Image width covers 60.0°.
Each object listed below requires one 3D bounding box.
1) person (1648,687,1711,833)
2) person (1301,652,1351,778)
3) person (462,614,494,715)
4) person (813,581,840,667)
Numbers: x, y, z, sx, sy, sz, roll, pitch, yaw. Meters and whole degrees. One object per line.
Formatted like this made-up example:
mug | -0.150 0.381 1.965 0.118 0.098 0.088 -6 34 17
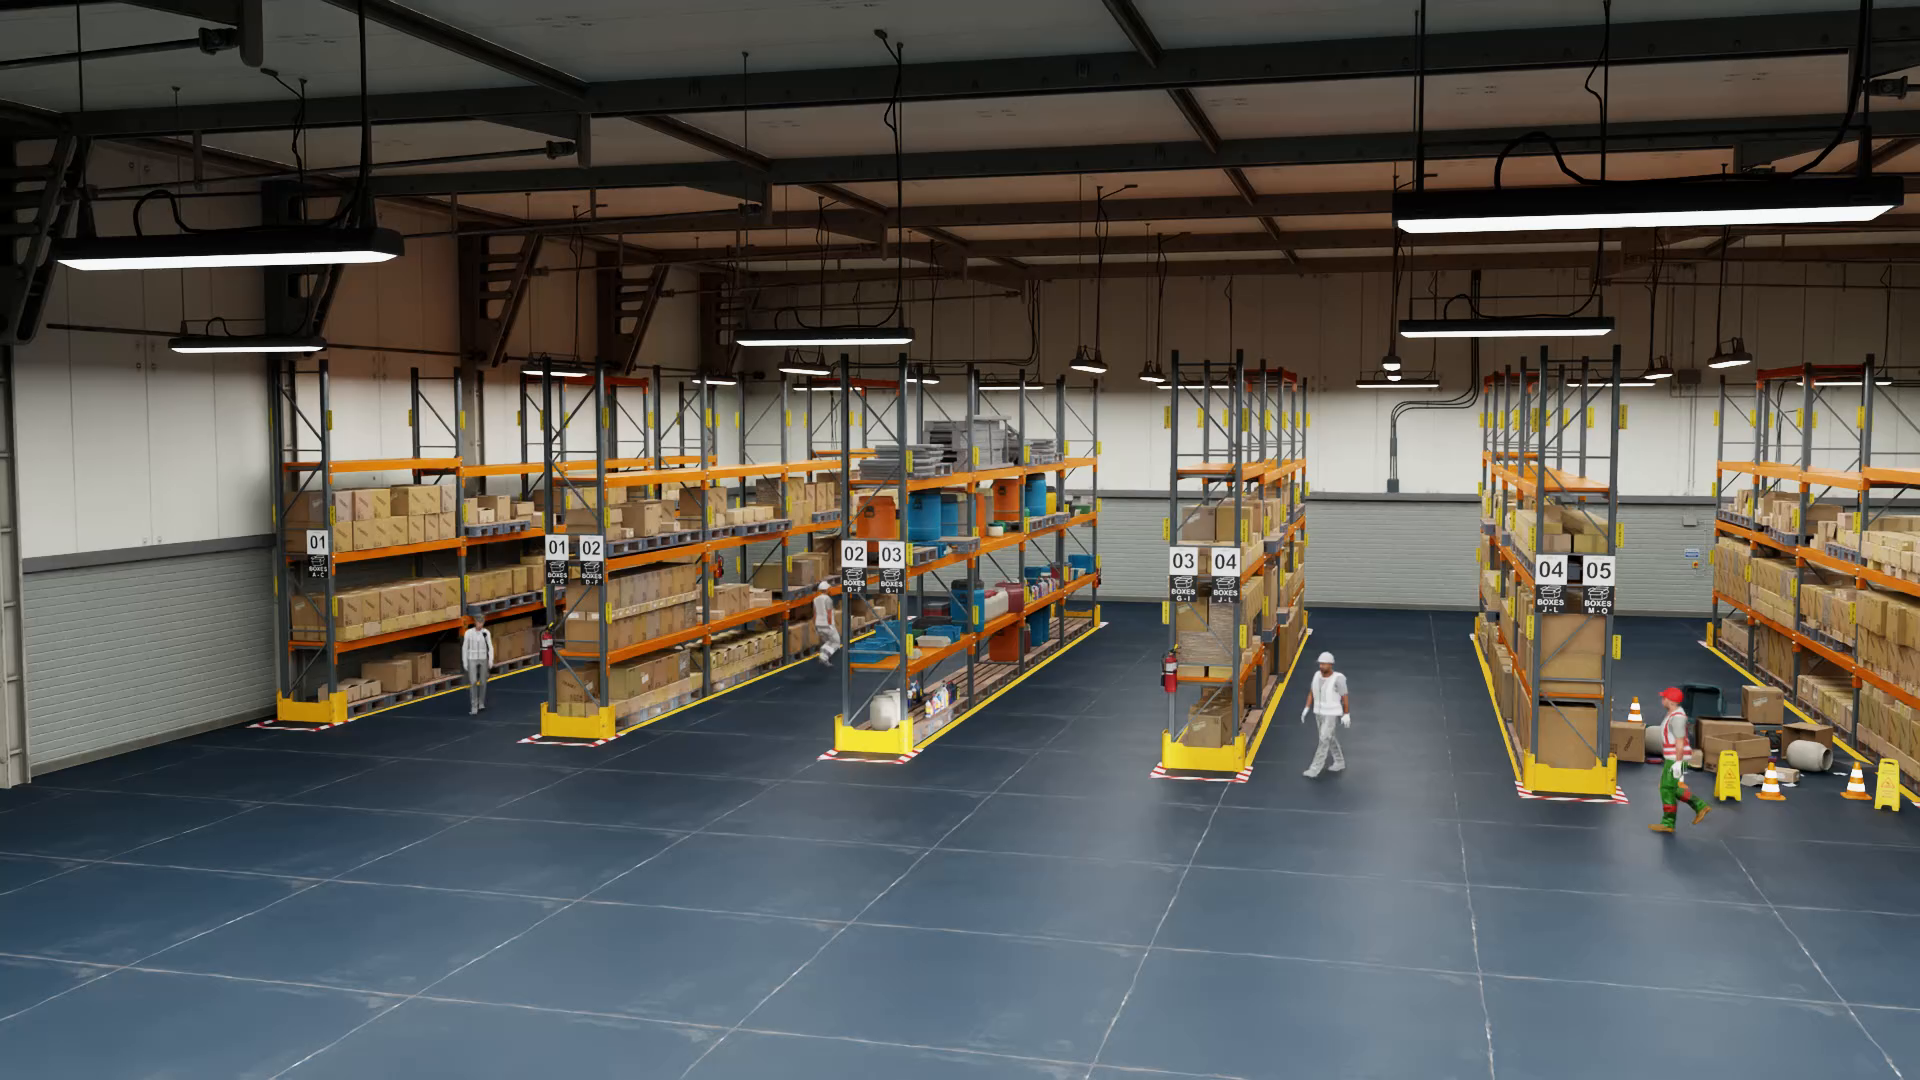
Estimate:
person | 8.746 2.660 20.150 0.730 1.777 0.546 1 4 16
person | 5.086 2.434 23.351 1.028 1.722 0.586 -3 5 -31
person | -8.272 2.133 28.620 0.511 1.698 0.628 -2 5 -27
person | -2.644 1.636 32.454 0.574 1.654 0.595 3 5 32
